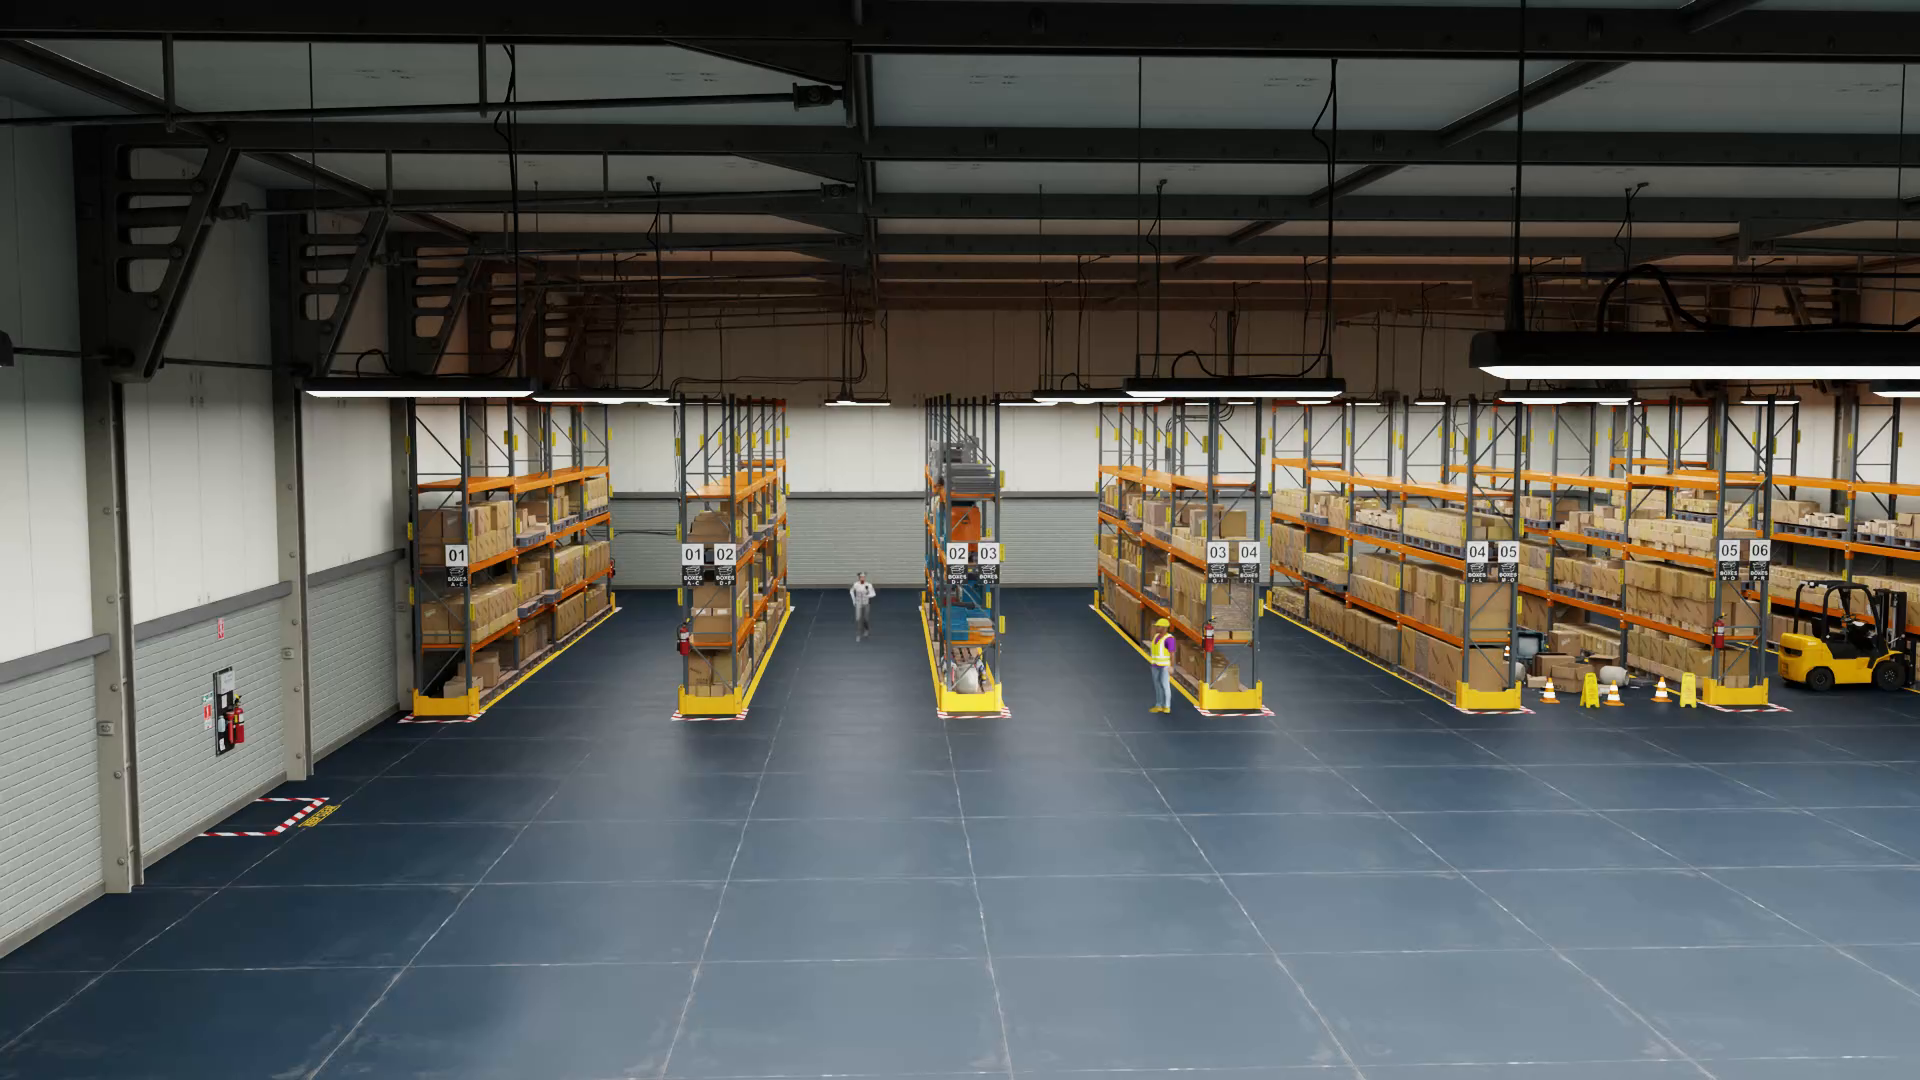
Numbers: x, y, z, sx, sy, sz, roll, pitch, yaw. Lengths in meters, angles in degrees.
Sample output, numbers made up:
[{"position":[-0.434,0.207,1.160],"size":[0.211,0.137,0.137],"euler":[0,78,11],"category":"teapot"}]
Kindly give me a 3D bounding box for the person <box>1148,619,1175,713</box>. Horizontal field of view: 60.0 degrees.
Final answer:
[{"position":[3.805,2.371,31.265],"size":[0.341,1.786,0.703],"euler":[-3,6,-36],"category":"person"}]

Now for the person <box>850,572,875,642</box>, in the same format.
[{"position":[-2.409,1.641,41.184],"size":[0.638,1.723,0.805],"euler":[0,5,2],"category":"person"}]
